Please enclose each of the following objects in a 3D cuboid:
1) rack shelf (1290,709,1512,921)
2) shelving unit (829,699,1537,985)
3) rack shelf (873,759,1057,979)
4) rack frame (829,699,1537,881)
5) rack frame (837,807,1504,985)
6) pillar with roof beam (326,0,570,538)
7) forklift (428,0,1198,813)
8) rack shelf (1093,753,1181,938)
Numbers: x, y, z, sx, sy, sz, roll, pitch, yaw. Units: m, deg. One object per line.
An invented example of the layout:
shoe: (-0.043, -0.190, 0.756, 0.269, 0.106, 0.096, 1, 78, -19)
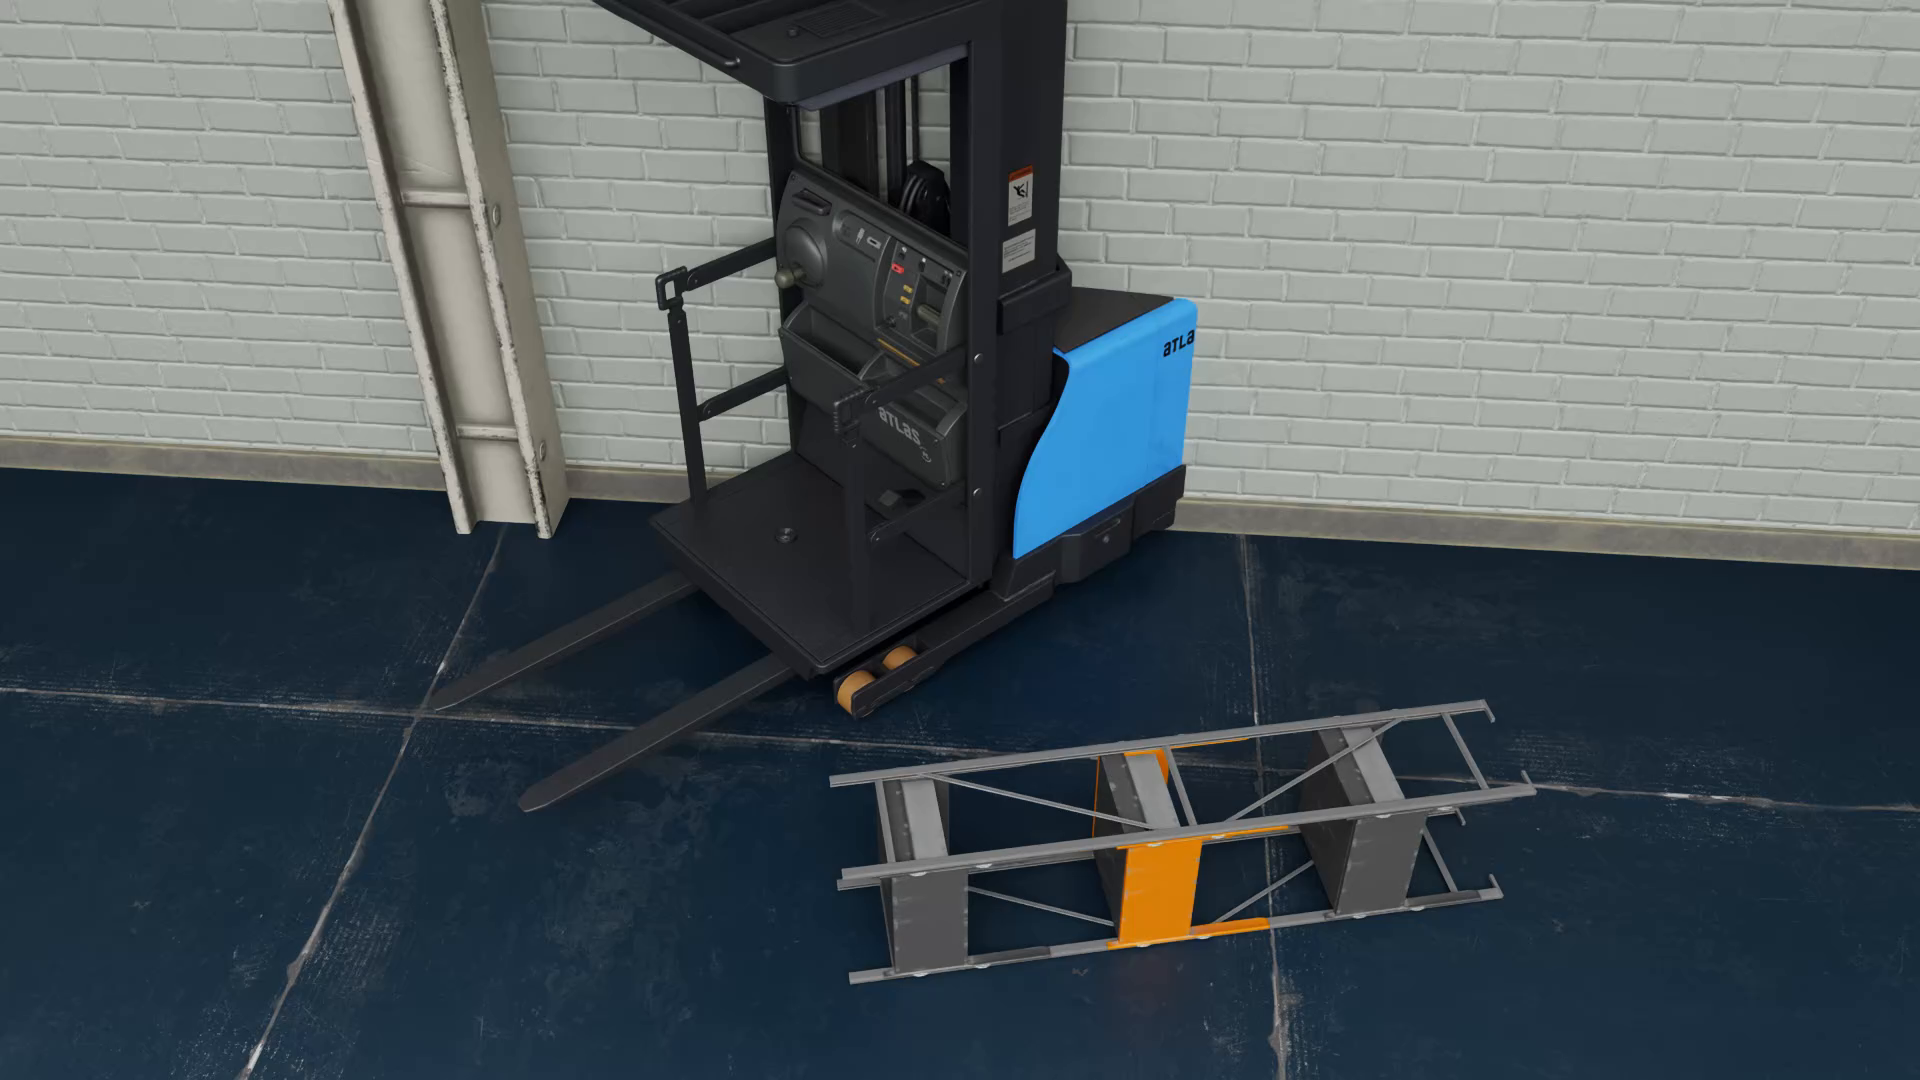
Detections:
rack shelf: (1.375, 0.862, 5.282, 0.518, 0.480, 0.431, -6, 39, -7)
shelving unit: (0.670, 0.933, 5.195, 2.100, 0.503, 0.431, -6, 39, -7)
rack shelf: (-0.007, 1.001, 5.111, 0.518, 0.480, 0.431, -6, 39, -7)
rack frame: (0.670, 0.744, 5.041, 2.100, 0.015, 0.400, -6, 39, -7)
rack frame: (0.670, 1.122, 5.349, 2.100, 0.015, 0.400, -6, 39, -7)
pillar with roof beam: (-2.216, -0.897, 0.723, 0.400, 9.000, 9.100, 3, 39, 4)
forklift: (-0.470, -0.878, 5.507, 3.031, 2.935, 1.130, -29, 47, -31)
rack shelf: (0.549, 0.945, 5.180, 0.174, 0.457, 0.368, -6, 39, -7)
